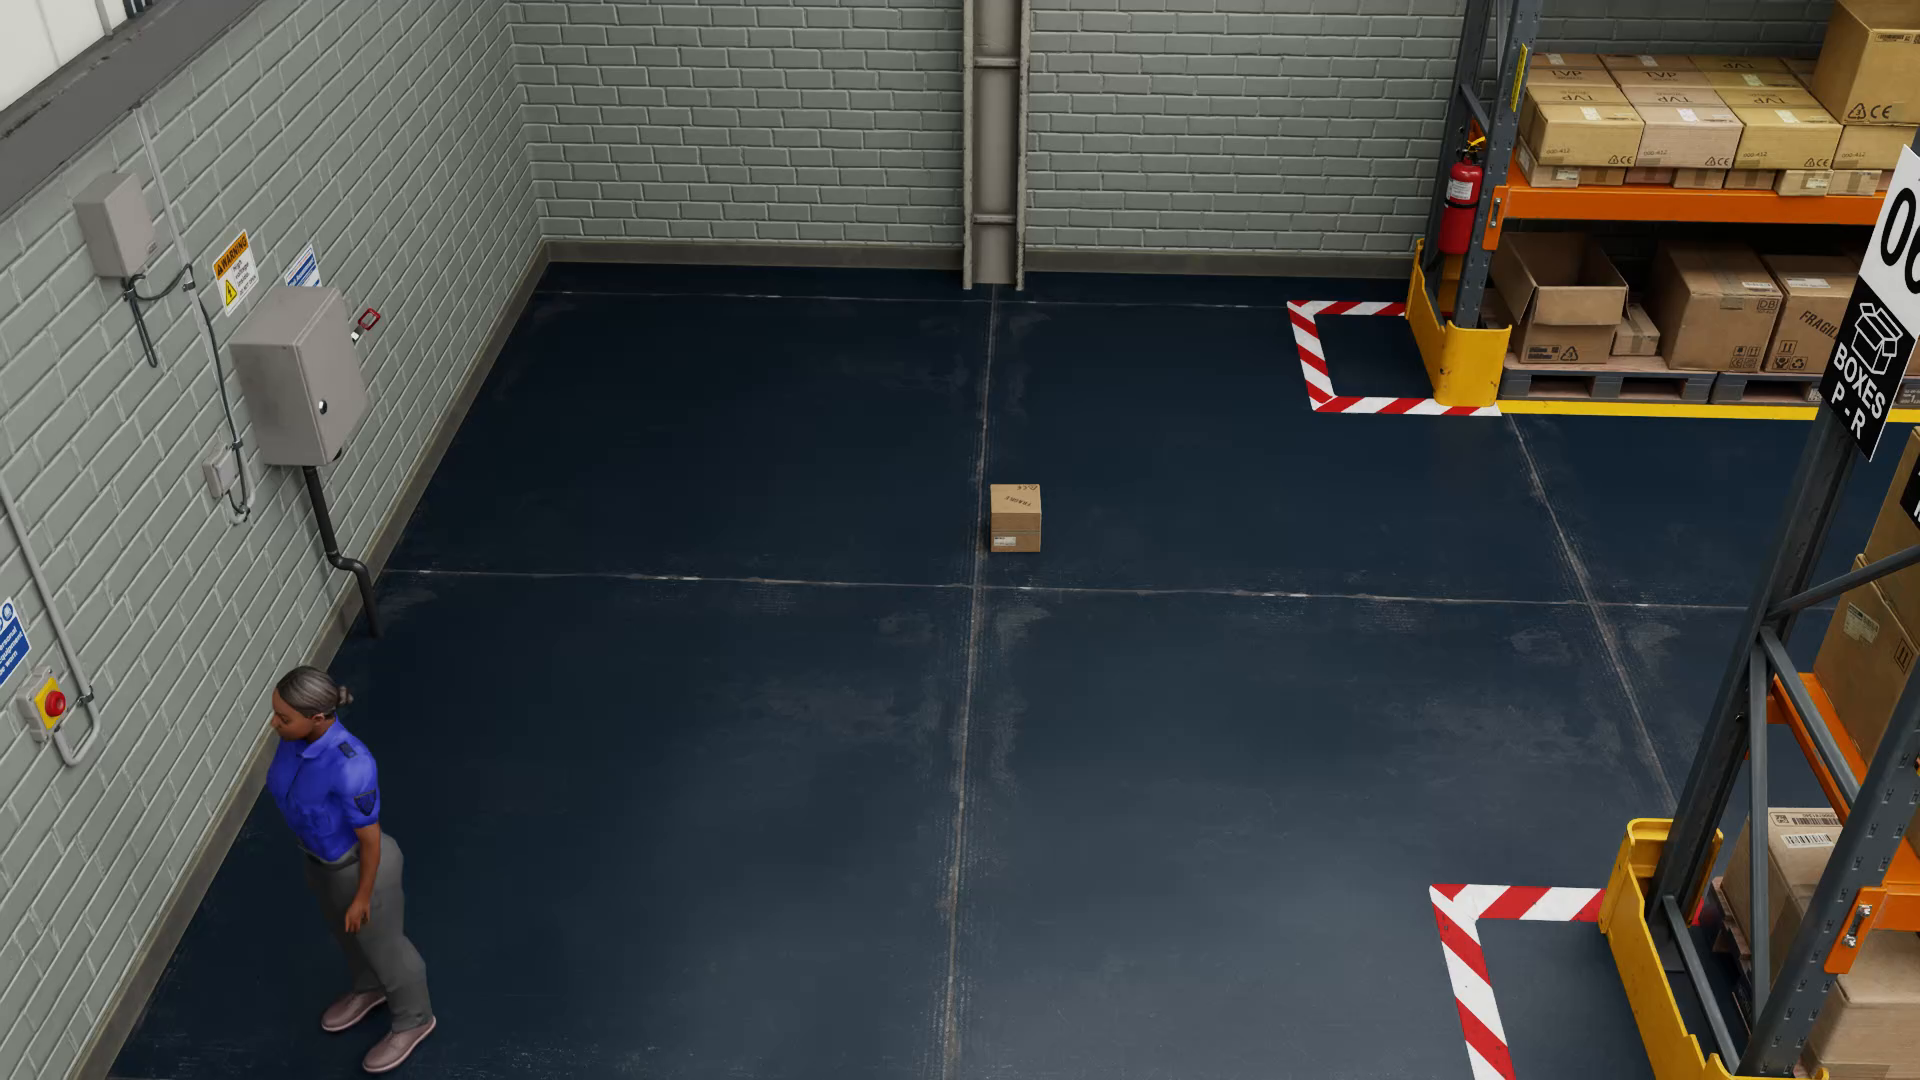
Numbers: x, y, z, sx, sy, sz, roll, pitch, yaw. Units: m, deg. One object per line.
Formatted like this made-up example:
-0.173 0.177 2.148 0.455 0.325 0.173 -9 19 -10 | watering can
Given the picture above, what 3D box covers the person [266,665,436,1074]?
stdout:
-2.079 1.099 5.588 0.440 1.661 0.361 28 45 33 | person
